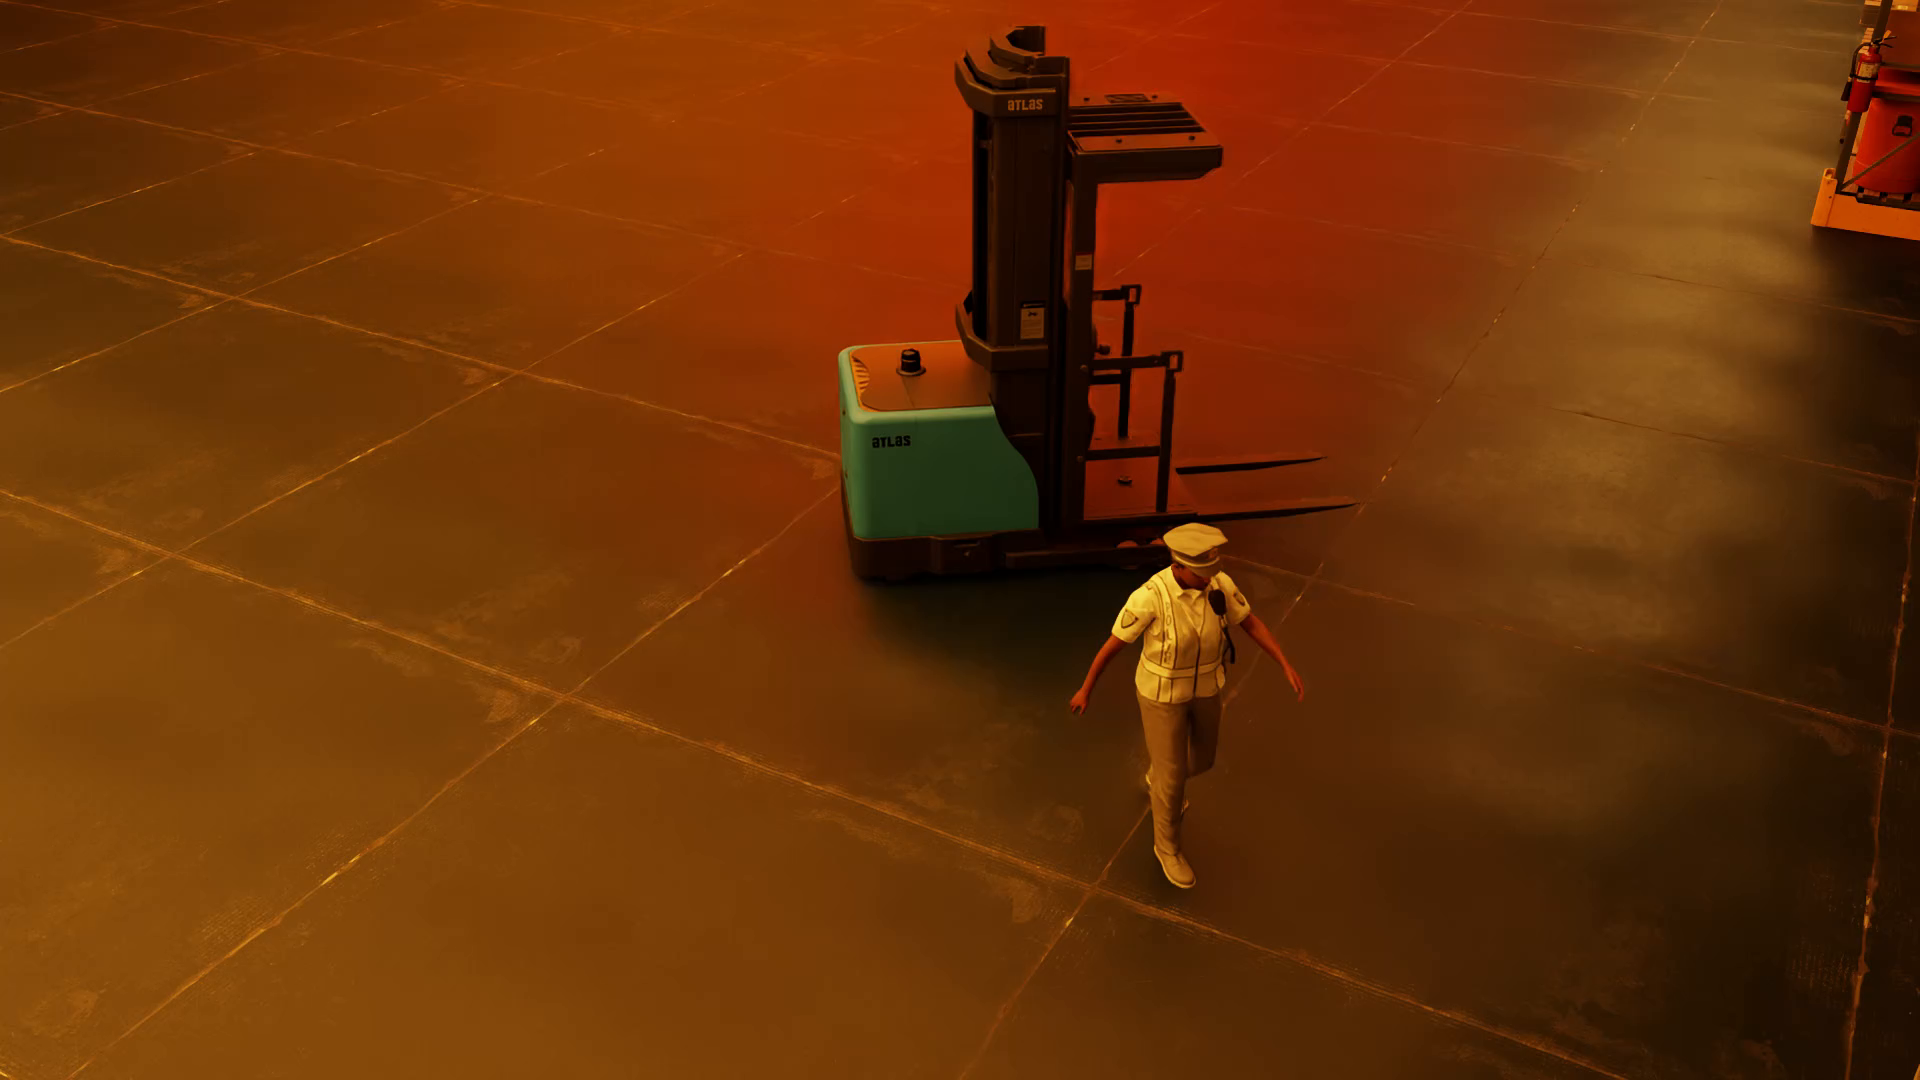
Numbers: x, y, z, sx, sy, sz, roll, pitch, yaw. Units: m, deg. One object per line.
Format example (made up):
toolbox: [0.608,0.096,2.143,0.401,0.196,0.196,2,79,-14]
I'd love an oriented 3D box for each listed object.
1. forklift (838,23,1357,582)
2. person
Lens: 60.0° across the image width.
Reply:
forklift: [0.826,-1.353,9.416,3.031,2.935,1.130,-4,30,-7]
person: [0.947,0.680,7.200,0.850,1.645,0.710,-12,32,-20]
